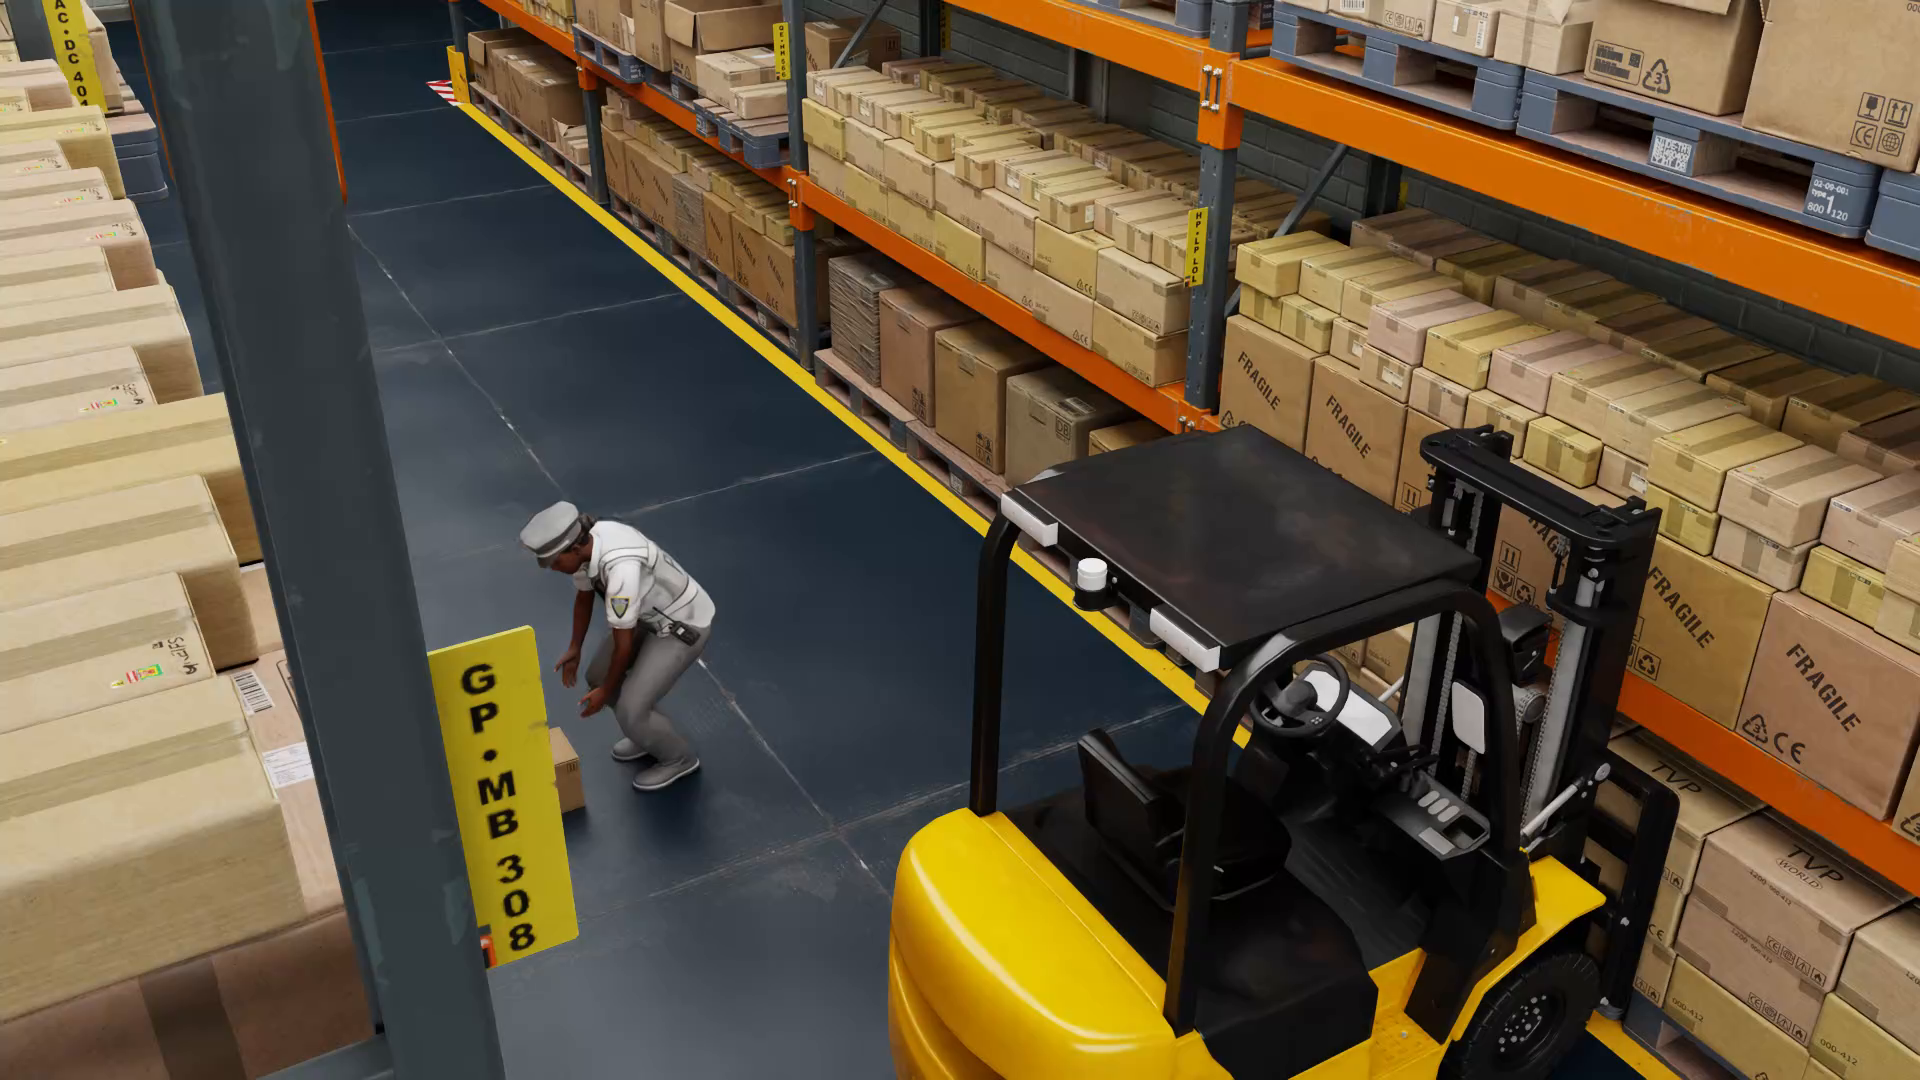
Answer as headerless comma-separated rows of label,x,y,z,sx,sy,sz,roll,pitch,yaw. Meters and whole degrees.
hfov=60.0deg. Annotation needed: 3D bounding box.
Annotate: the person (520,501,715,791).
person,-1.346,0.412,6.739,0.741,1.331,0.496,-16,33,-26
